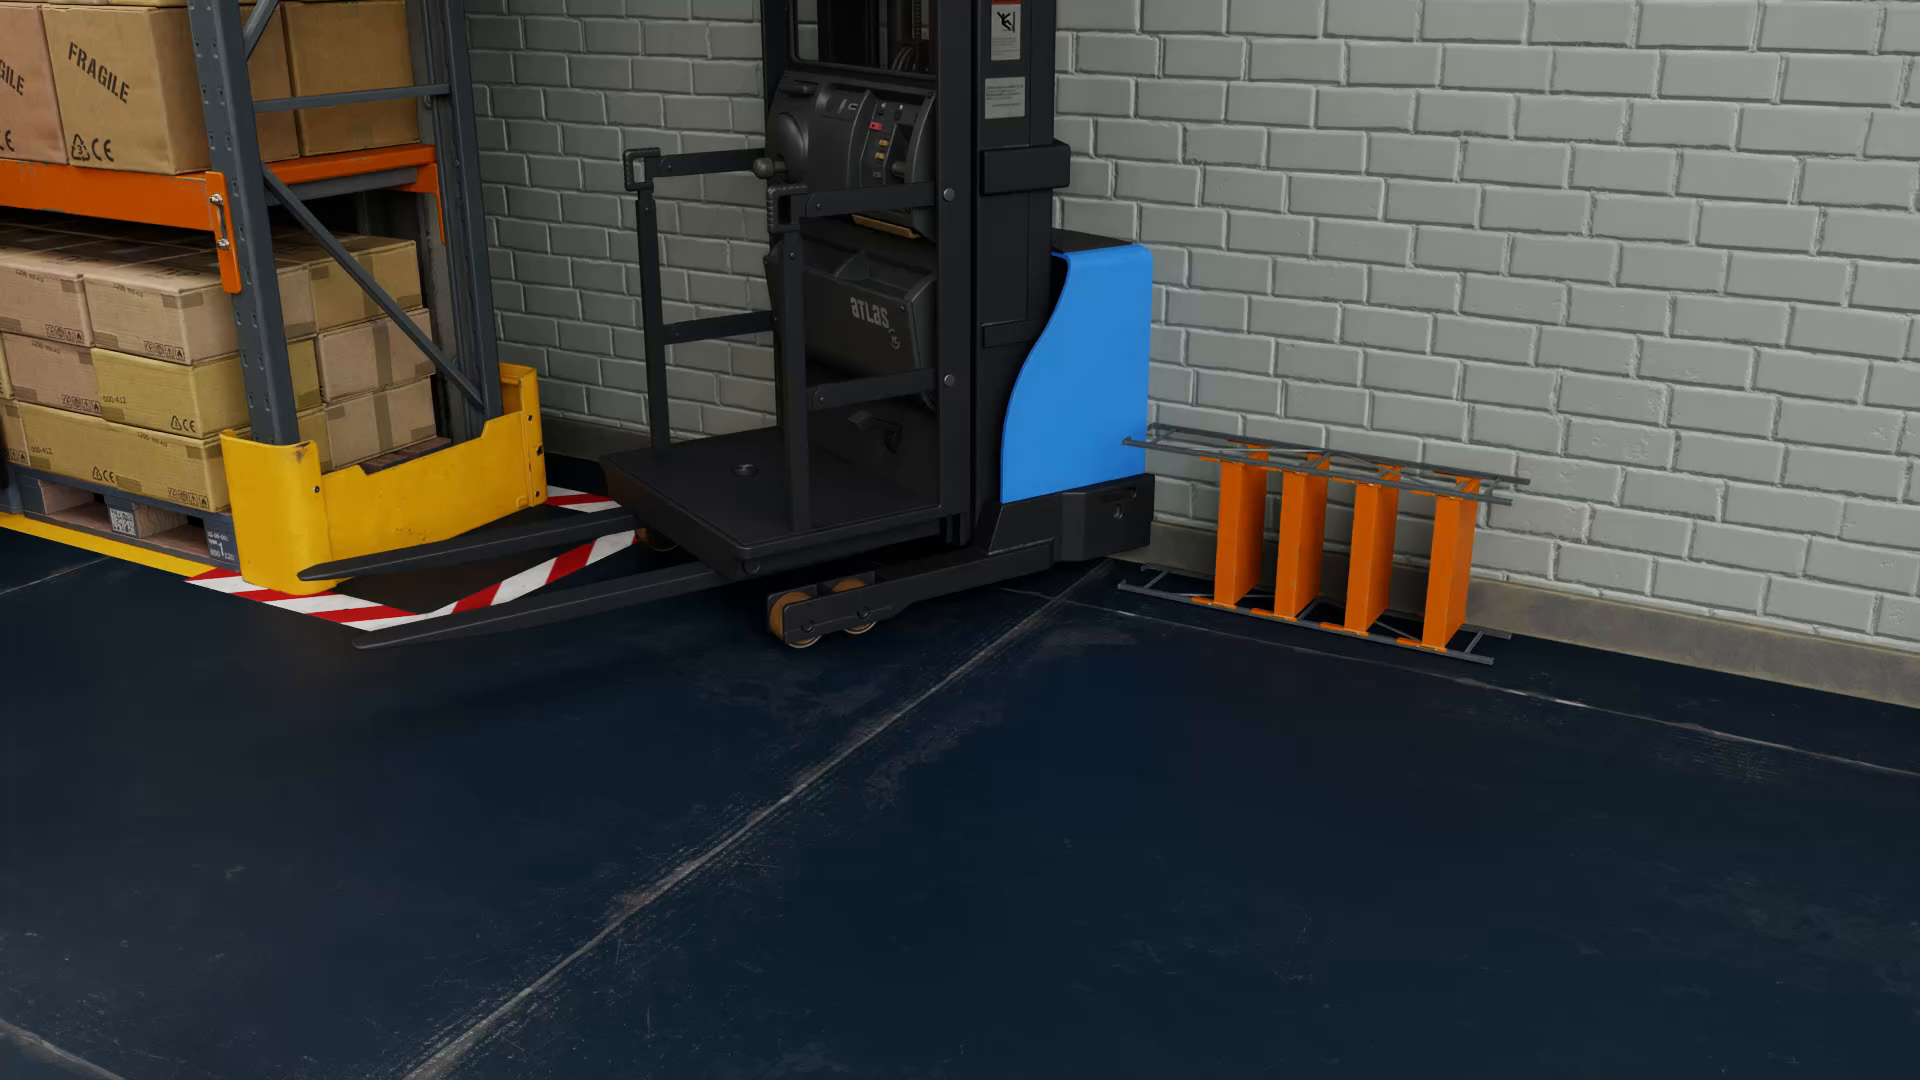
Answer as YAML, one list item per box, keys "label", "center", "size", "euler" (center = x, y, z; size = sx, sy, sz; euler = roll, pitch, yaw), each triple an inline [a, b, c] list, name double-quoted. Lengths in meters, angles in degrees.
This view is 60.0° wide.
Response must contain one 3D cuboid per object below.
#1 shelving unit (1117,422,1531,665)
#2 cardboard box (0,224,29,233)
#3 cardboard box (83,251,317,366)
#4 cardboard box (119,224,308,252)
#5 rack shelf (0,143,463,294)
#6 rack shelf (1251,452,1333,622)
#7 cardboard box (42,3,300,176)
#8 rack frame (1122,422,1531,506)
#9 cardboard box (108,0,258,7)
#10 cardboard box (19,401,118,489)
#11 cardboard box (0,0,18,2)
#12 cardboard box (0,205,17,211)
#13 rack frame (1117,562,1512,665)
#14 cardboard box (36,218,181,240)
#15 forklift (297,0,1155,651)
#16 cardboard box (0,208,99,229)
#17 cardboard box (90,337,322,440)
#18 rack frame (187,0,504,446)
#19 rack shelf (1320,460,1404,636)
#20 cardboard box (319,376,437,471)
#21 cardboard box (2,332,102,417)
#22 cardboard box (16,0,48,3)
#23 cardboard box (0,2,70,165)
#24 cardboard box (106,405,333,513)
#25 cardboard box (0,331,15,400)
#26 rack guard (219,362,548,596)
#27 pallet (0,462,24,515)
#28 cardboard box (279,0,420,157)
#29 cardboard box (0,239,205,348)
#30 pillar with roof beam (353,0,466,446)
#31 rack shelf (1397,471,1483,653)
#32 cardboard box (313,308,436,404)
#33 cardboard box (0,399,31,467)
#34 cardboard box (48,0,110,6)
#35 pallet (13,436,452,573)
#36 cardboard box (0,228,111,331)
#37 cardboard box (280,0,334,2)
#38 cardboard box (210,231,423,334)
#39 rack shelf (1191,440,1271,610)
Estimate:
- label: "shelving unit"
  center: [1.090, -0.010, 5.135]
  size: [1.200, 0.503, 0.258]
  euler: [11, 23, 28]
- label: "cardboard box"
  center: [-3.878, -1.038, 6.279]
  size: [0.500, 0.250, 0.500]
  euler: [10, 22, 26]
- label: "cardboard box"
  center: [-2.545, -0.788, 5.588]
  size: [0.500, 0.250, 0.500]
  euler: [12, 23, 29]
- label: "cardboard box"
  center: [-2.756, -1.022, 6.235]
  size: [0.500, 0.250, 0.500]
  euler: [11, 23, 27]
- label: "rack shelf"
  center: [-3.737, -1.424, 6.446]
  size: [4.000, 0.370, 1.077]
  euler: [11, 23, 27]
- label: "rack shelf"
  center: [1.032, -0.021, 5.167]
  size: [0.148, 0.480, 0.258]
  euler: [11, 23, 28]
- label: "cardboard box"
  center: [-2.549, -1.480, 5.399]
  size: [0.500, 0.500, 0.500]
  euler: [10, 22, 26]
- label: "rack frame"
  center: [1.090, -0.239, 5.052]
  size: [1.200, 0.015, 0.240]
  euler: [11, 23, 28]
- label: "cardboard box"
  center: [-2.431, -1.755, 5.207]
  size: [0.250, 0.149, 0.380]
  euler: [11, 23, 28]
- label: "cardboard box"
  center: [-2.985, -0.404, 5.995]
  size: [0.500, 0.250, 0.500]
  euler: [11, 23, 27]
- label: "cardboard box"
  center: [-3.076, -1.895, 5.592]
  size: [0.250, 0.149, 0.380]
  euler: [11, 22, 27]
- label: "cardboard box"
  center: [-4.075, -1.277, 6.937]
  size: [0.500, 0.250, 0.500]
  euler: [11, 23, 28]
- label: "rack frame"
  center: [1.090, 0.220, 5.218]
  size: [1.200, 0.015, 0.240]
  euler: [11, 23, 28]
- label: "cardboard box"
  center: [-3.188, -1.109, 6.473]
  size: [0.500, 0.250, 0.500]
  euler: [11, 22, 27]
- label: "forklift"
  center: [-0.525, -1.259, 5.038]
  size: [3.031, 2.935, 1.130]
  euler: [-13, 24, -31]
- label: "cardboard box"
  center: [-3.632, -1.196, 6.713]
  size: [0.500, 0.250, 0.500]
  euler: [10, 22, 26]
- label: "cardboard box"
  center: [-2.569, -0.557, 5.685]
  size: [0.500, 0.250, 0.500]
  euler: [10, 22, 27]
- label: "rack frame"
  center: [-1.991, -1.429, 5.406]
  size: [0.127, 3.000, 1.000]
  euler: [11, 23, 27]
- label: "rack shelf"
  center: [1.225, 0.017, 5.061]
  size: [0.148, 0.480, 0.258]
  euler: [11, 23, 28]
- label: "cardboard box"
  center: [-2.325, -0.474, 6.189]
  size: [0.500, 0.250, 0.500]
  euler: [11, 23, 28]
- label: "cardboard box"
  center: [-3.001, -0.643, 5.923]
  size: [0.500, 0.250, 0.500]
  euler: [11, 22, 27]
- label: "cardboard box"
  center: [-2.865, -1.850, 5.469]
  size: [0.250, 0.149, 0.380]
  euler: [11, 23, 28]
- label: "cardboard box"
  center: [-2.997, -1.569, 5.645]
  size: [0.500, 0.500, 0.500]
  euler: [12, 23, 29]
- label: "cardboard box"
  center: [-2.555, -0.318, 5.760]
  size: [0.500, 0.250, 0.500]
  euler: [11, 23, 28]
- label: "cardboard box"
  center: [-3.462, -0.723, 6.143]
  size: [0.500, 0.250, 0.500]
  euler: [10, 22, 26]
- label: "rack guard"
  center: [-1.970, -0.250, 5.821]
  size: [0.348, 0.500, 1.175]
  euler: [11, 23, 27]
- label: "pallet"
  center: [-3.740, -0.436, 6.758]
  size: [1.213, 0.211, 1.003]
  euler: [11, 23, 27]
- label: "cardboard box"
  center: [-2.288, -1.641, 5.844]
  size: [0.500, 0.500, 0.500]
  euler: [12, 23, 29]
- label: "cardboard box"
  center: [-2.994, -0.871, 5.817]
  size: [0.500, 0.250, 0.500]
  euler: [11, 23, 28]
- label: "pillar with roof beam"
  center: [-4.259, -3.352, 1.909]
  size: [0.400, 9.000, 9.100]
  euler: [11, 23, 27]
- label: "rack shelf"
  center: [1.429, 0.058, 4.949]
  size: [0.148, 0.480, 0.258]
  euler: [11, 23, 28]
- label: "cardboard box"
  center: [-2.300, -0.709, 6.104]
  size: [0.500, 0.250, 0.500]
  euler: [11, 23, 28]
- label: "cardboard box"
  center: [-3.417, -0.489, 6.232]
  size: [0.500, 0.250, 0.500]
  euler: [11, 23, 28]
- label: "cardboard box"
  center: [-2.668, -1.789, 5.300]
  size: [0.250, 0.149, 0.380]
  euler: [11, 23, 28]
- label: "pallet"
  center: [-2.679, -0.233, 6.198]
  size: [1.213, 0.211, 1.003]
  euler: [11, 23, 27]
- label: "cardboard box"
  center: [-3.439, -0.952, 6.040]
  size: [0.500, 0.250, 0.500]
  euler: [11, 23, 28]
- label: "cardboard box"
  center: [-2.161, -1.915, 5.647]
  size: [0.250, 0.149, 0.380]
  euler: [10, 22, 26]
- label: "cardboard box"
  center: [-2.318, -0.940, 6.009]
  size: [0.500, 0.250, 0.500]
  euler: [10, 22, 26]
- label: "rack shelf"
  center: [0.860, -0.055, 5.261]
  size: [0.148, 0.480, 0.258]
  euler: [11, 23, 28]
